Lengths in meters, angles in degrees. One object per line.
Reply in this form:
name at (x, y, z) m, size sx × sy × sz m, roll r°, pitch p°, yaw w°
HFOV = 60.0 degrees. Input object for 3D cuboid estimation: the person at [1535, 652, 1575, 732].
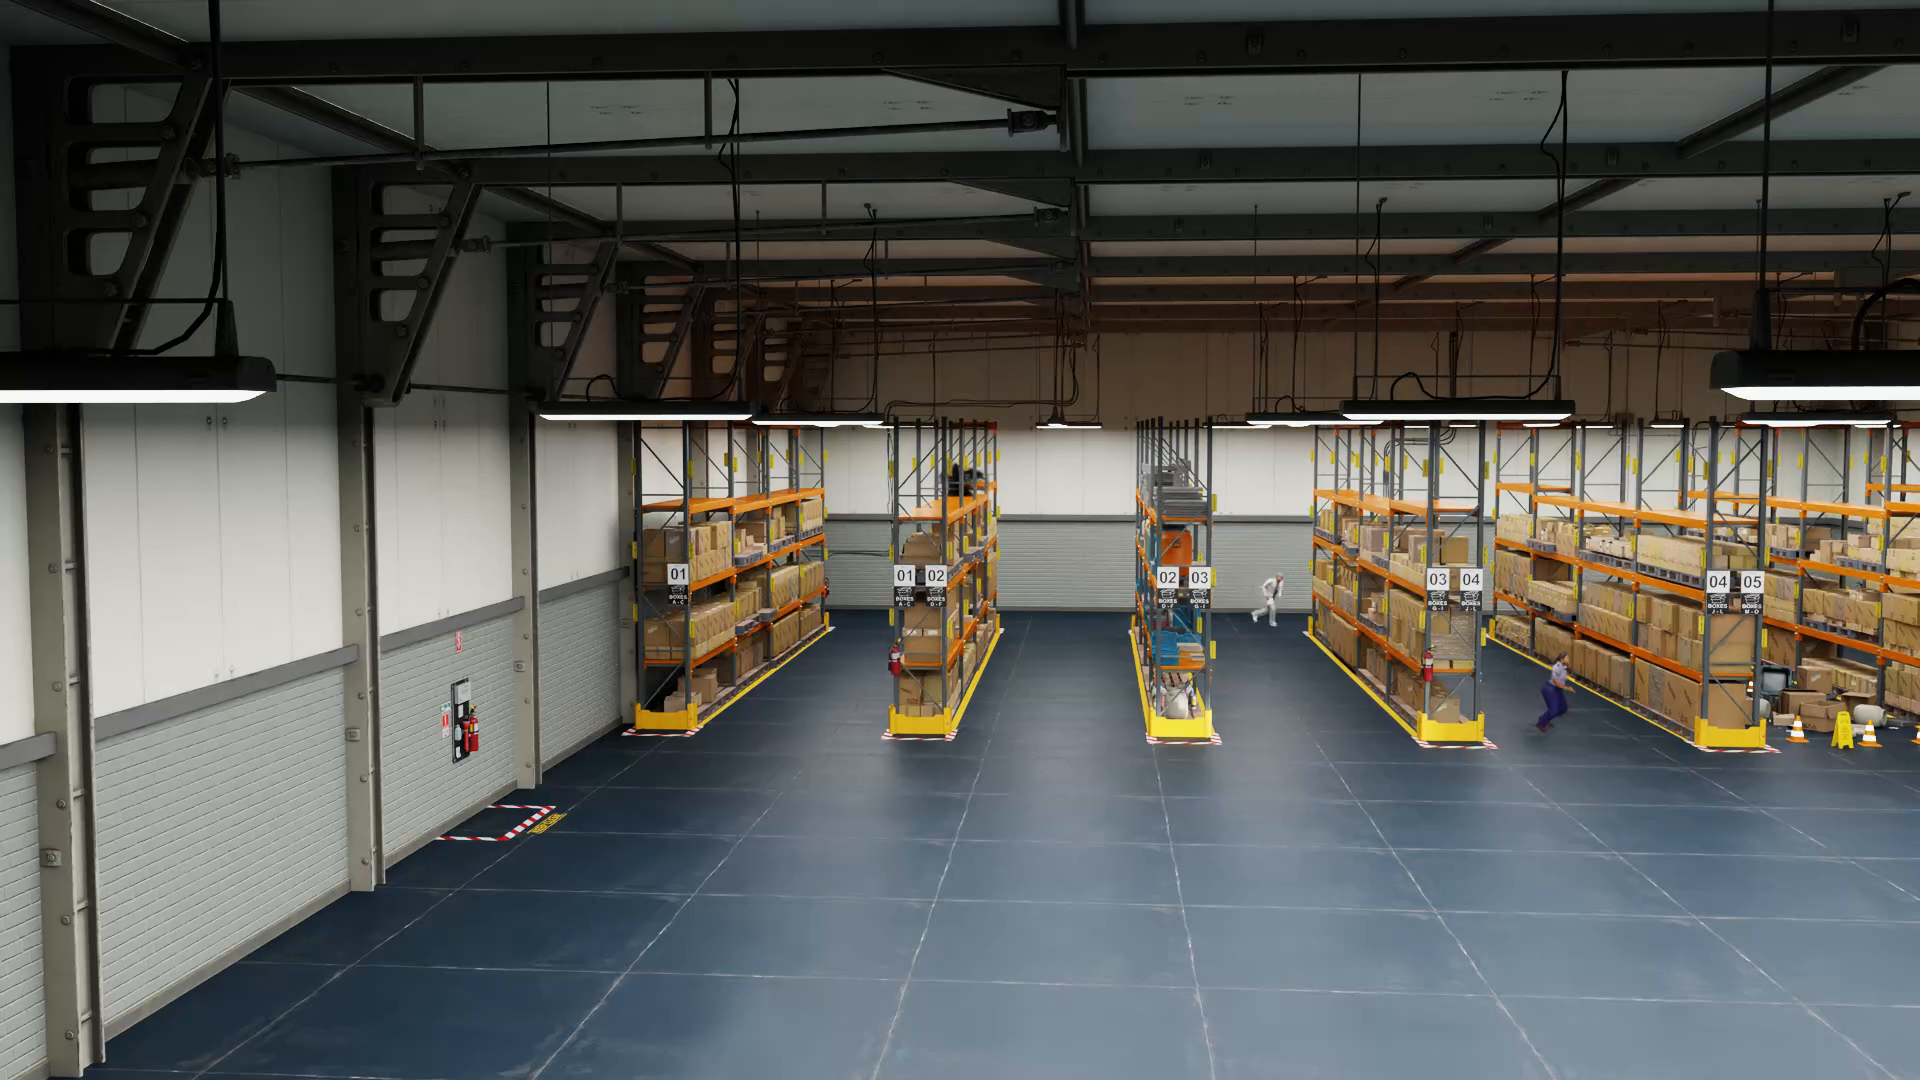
person at (11.339, 2.914, 31.601) m, size 0.739 × 1.612 × 0.583 m, roll 3°, pitch 5°, yaw 43°

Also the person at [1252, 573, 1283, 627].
person at (9.075, 1.731, 49.062) m, size 0.703 × 1.603 × 1.100 m, roll -3°, pitch 5°, yaw -39°

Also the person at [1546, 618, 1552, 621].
person at (16.974, 1.906, 47.703) m, size 0.954 × 1.440 × 0.664 m, roll -2°, pitch 4°, yaw -23°
